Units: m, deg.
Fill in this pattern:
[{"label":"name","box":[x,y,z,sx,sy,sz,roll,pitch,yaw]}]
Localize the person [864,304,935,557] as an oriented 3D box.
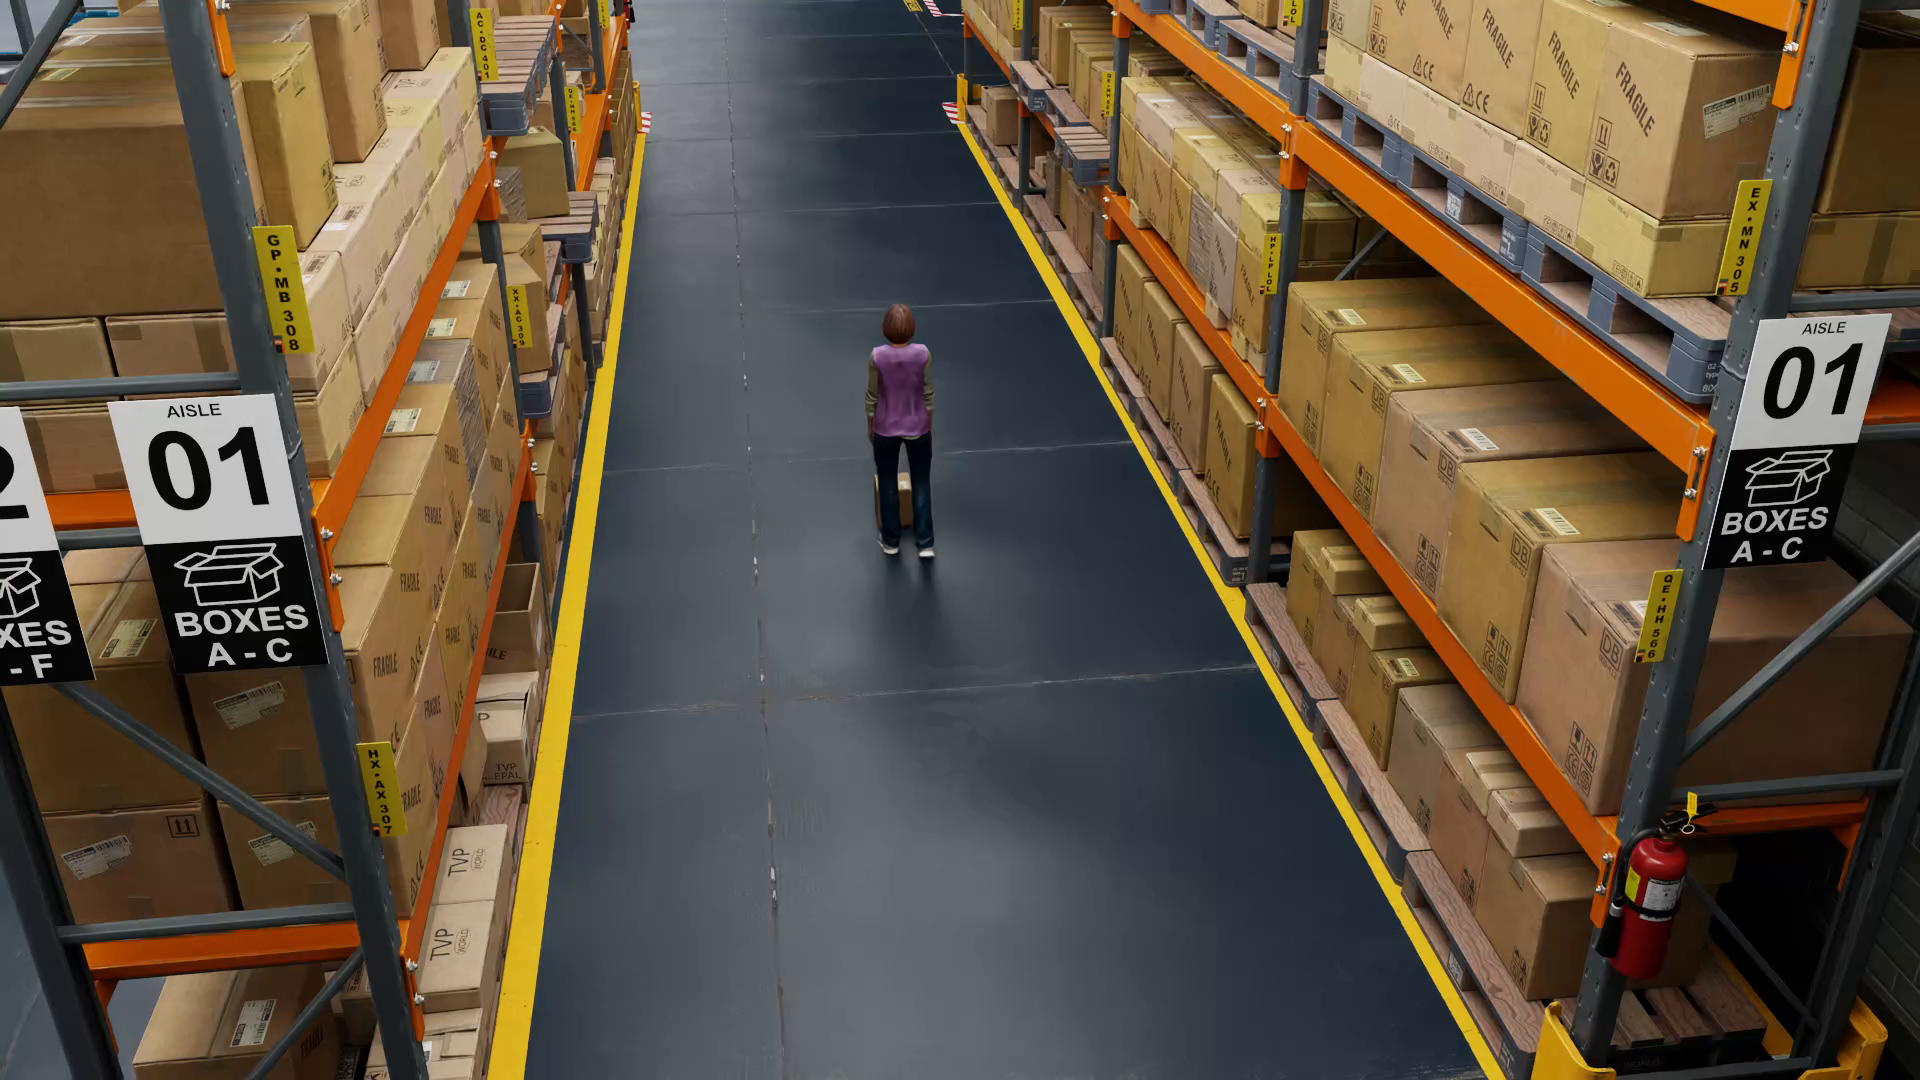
[{"label":"person","box":[-0.356,-0.621,9.873,0.413,1.652,0.391,-3,28,-6]}]
